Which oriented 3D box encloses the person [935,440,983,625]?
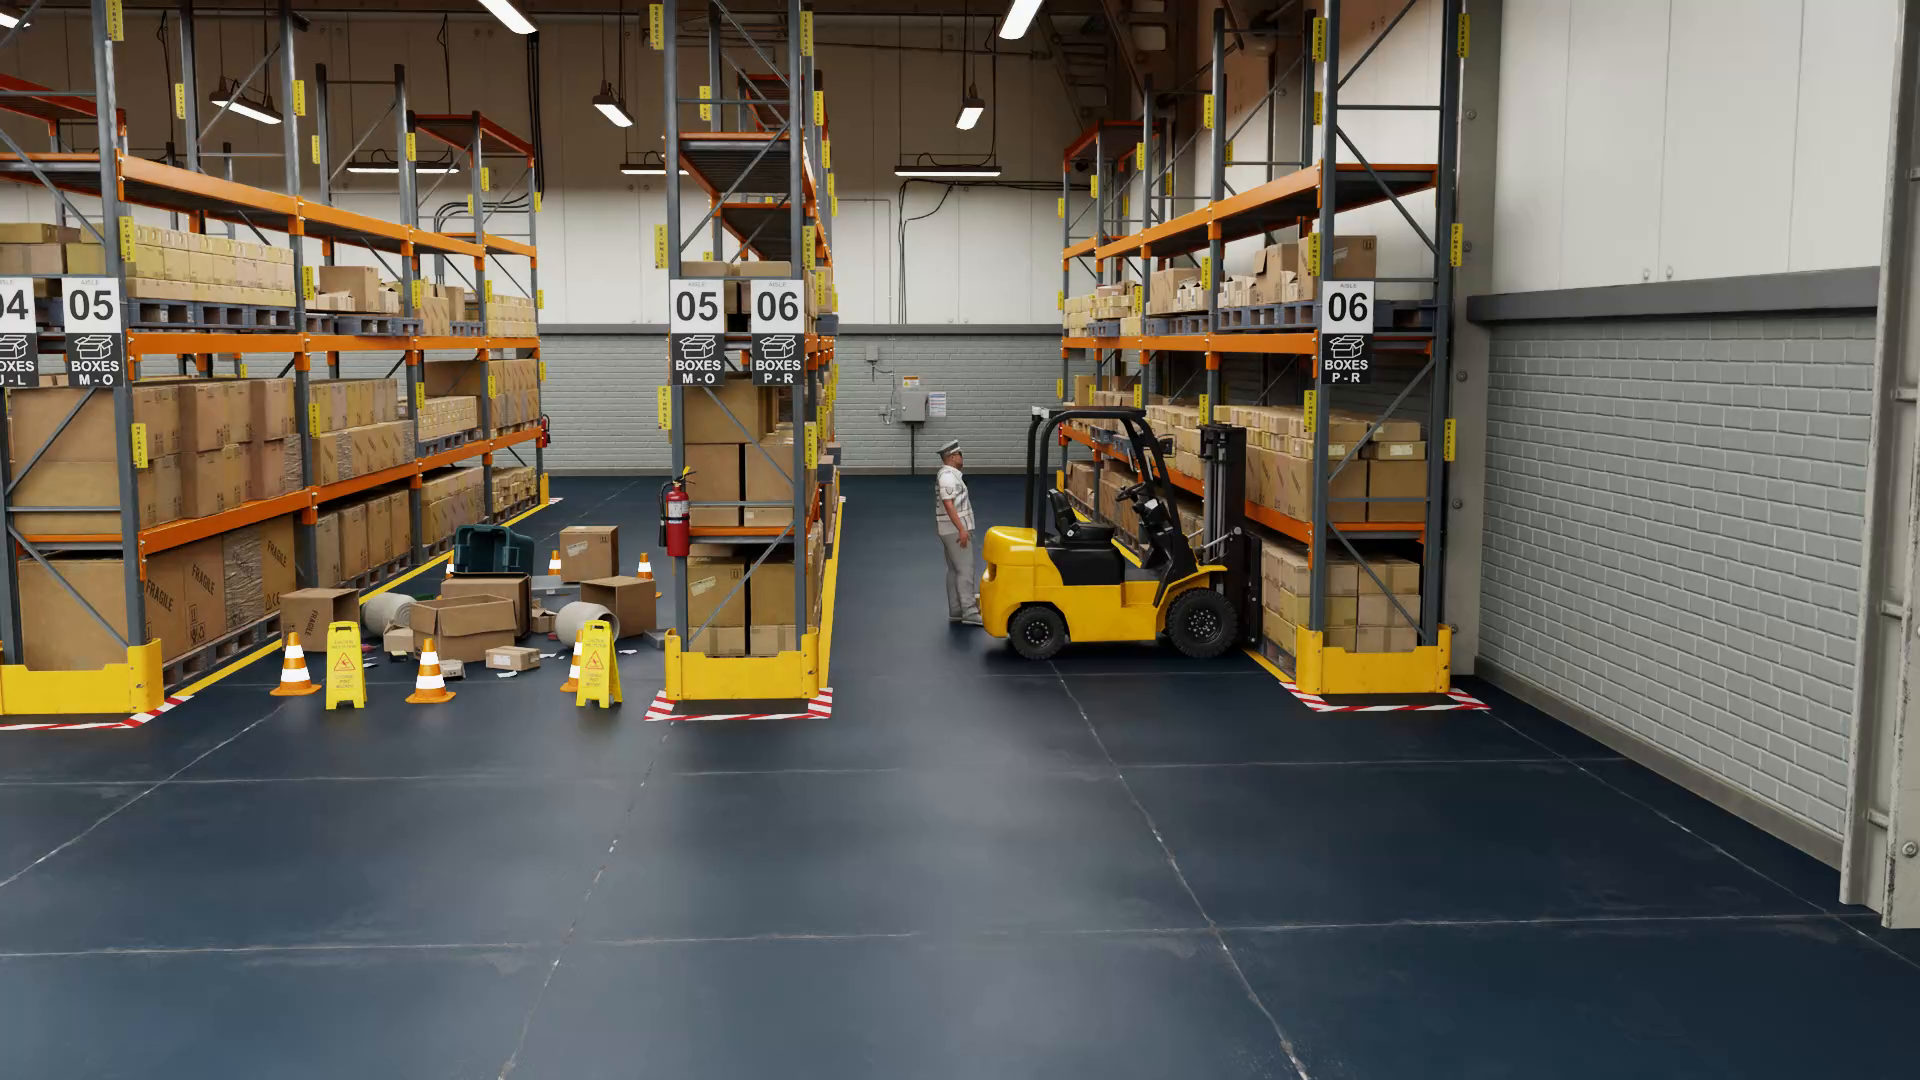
[{"bbox_3d":[0.044,-0.089,16.260,0.573,1.779,0.641,0,7,-4],"label":"person"}]
